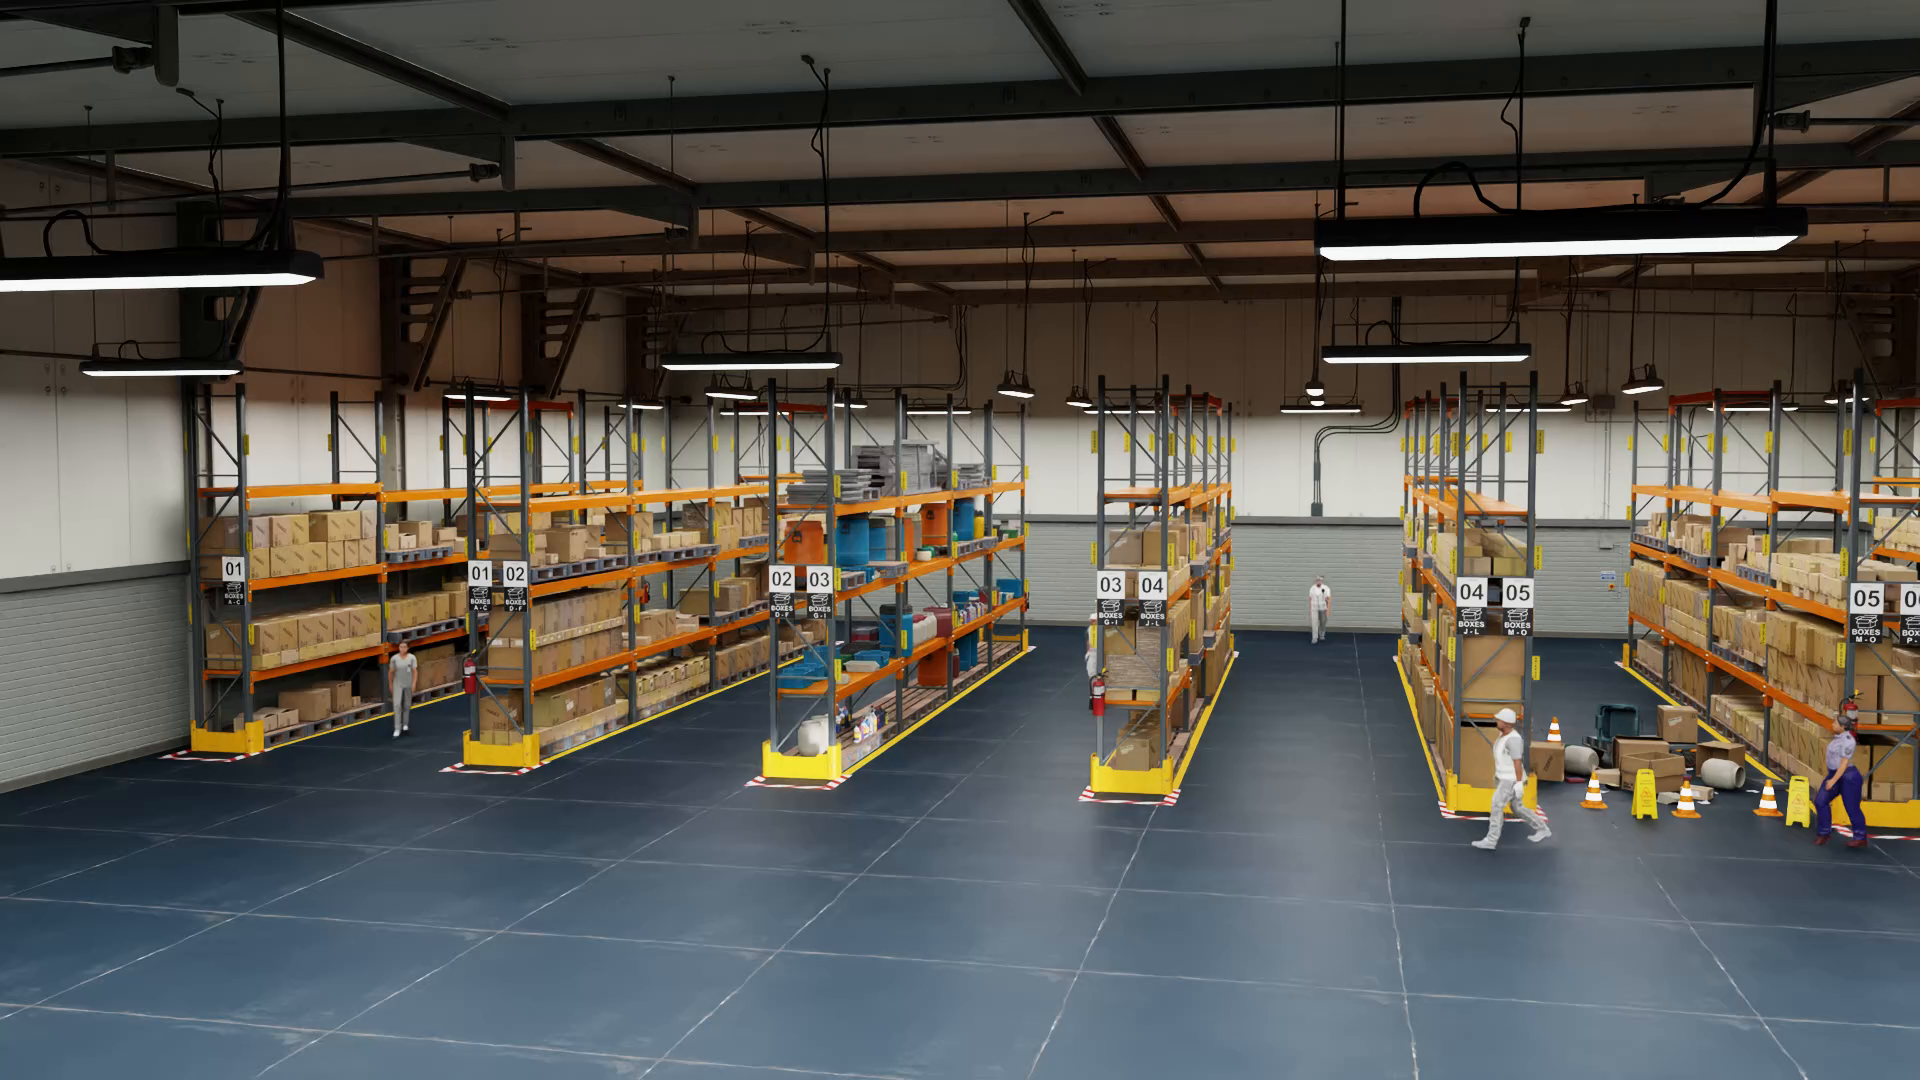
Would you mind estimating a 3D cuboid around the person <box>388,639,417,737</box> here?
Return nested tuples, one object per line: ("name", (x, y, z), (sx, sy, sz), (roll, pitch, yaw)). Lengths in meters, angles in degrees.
("person", (-9.612, 2.520, 28.696), (0.487, 1.624, 0.928), (-2, 4, -28))

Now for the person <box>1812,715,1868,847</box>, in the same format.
("person", (10.963, 3.025, 20.665), (0.590, 1.719, 0.453), (0, 3, -3))

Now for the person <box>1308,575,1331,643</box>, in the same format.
("person", (9.092, 1.724, 42.037), (0.562, 1.705, 1.084), (1, 3, 13))

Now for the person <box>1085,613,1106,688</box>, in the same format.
("person", (2.739, 2.276, 32.916), (0.592, 1.698, 0.796), (1, 4, 24))

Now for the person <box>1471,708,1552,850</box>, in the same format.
("person", (6.831, 2.949, 20.564), (1.027, 1.749, 0.619), (0, 3, 1))
